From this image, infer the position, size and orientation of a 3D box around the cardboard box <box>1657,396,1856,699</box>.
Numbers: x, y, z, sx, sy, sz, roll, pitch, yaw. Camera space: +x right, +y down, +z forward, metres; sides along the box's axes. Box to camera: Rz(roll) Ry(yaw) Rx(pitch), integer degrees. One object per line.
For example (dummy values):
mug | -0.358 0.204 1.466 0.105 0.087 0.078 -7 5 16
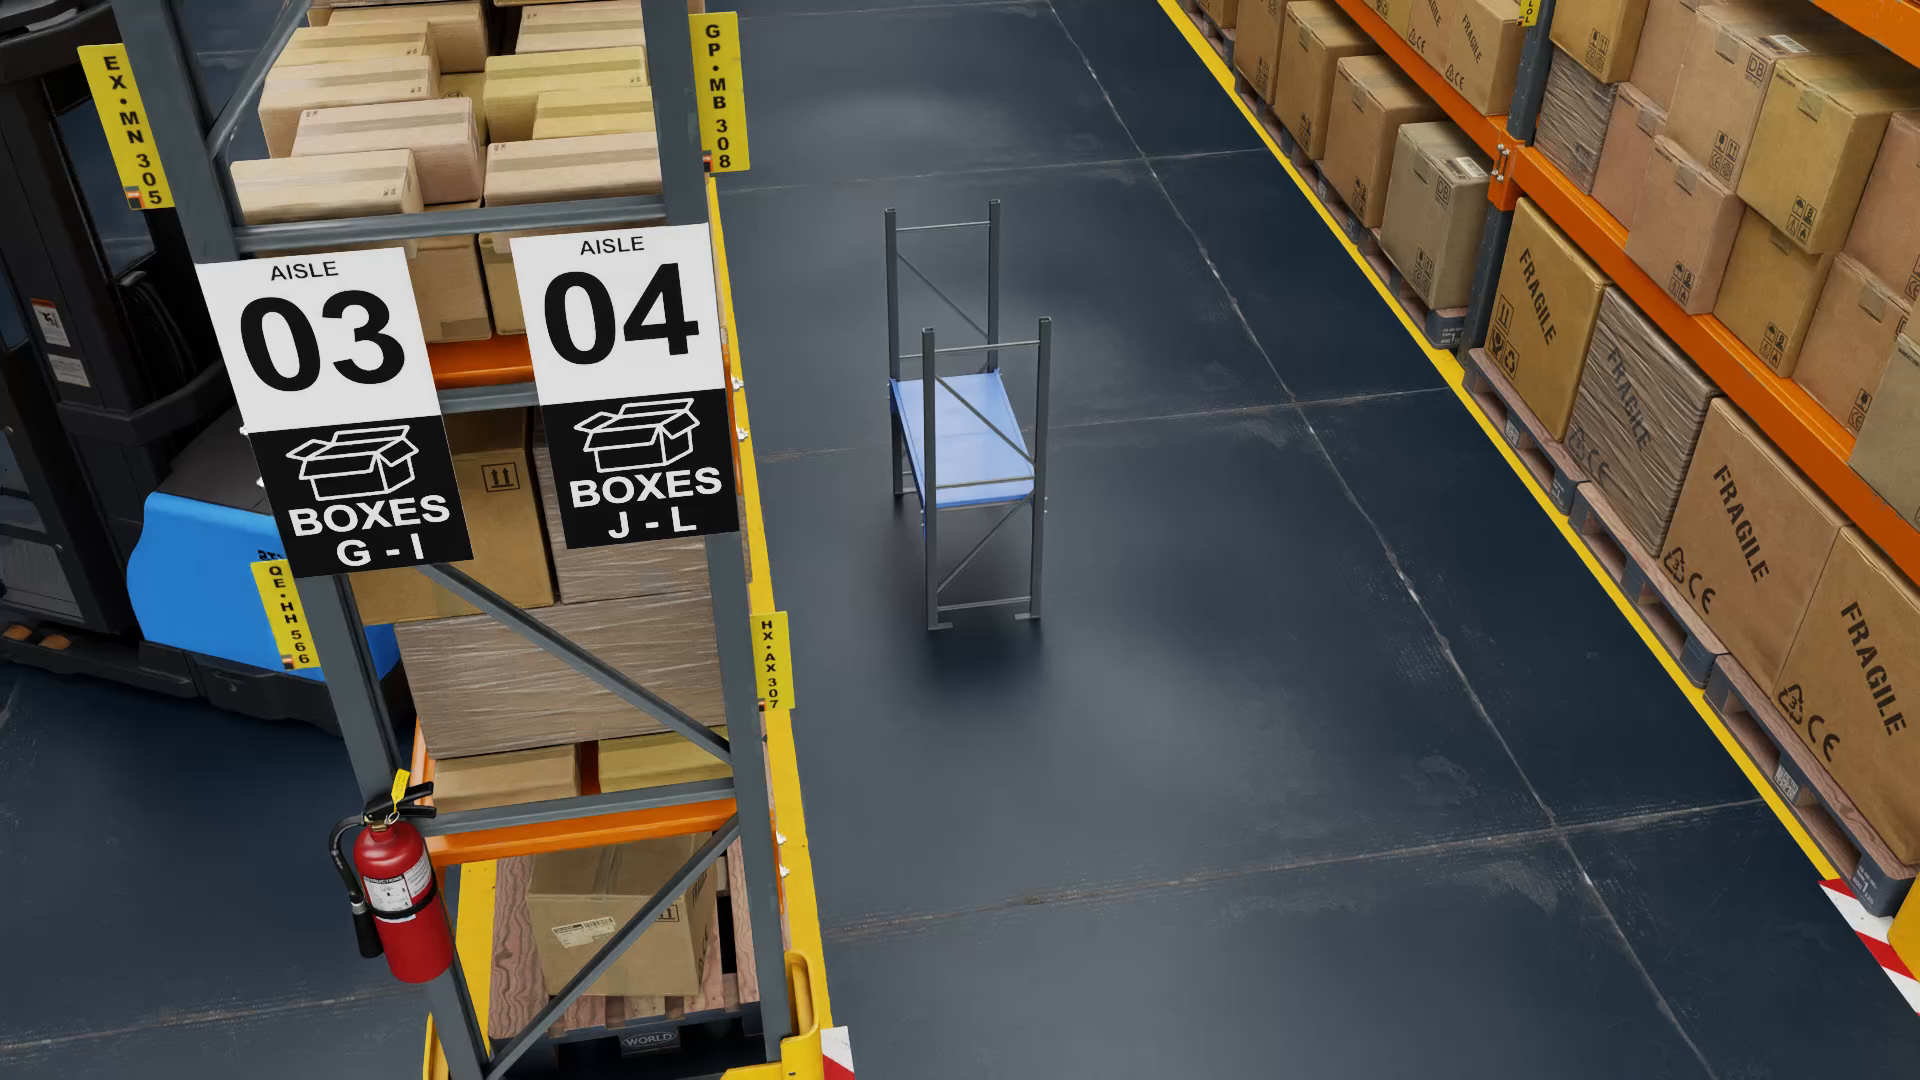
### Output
cardboard box | 3.550 -0.022 6.723 0.875 0.875 0.875 -7 38 -9

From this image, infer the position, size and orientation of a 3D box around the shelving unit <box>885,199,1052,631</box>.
shelving unit | 0.015 -0.541 7.224 0.538 1.500 1.048 -6 38 -8

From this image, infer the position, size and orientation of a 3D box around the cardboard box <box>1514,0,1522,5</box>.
cardboard box | 3.096 -2.911 8.156 0.700 0.500 0.500 -7 38 -9

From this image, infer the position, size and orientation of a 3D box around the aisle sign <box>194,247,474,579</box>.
aisle sign | -1.295 -0.246 3.503 0.394 0.787 0.004 -6 38 -8

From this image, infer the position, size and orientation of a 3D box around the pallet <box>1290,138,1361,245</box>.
pallet | 2.762 -2.273 10.504 1.003 0.211 1.213 -6 38 -8

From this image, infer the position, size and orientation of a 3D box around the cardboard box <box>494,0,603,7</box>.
cardboard box | -1.005 -1.754 4.386 0.500 0.500 0.500 -6 38 -8

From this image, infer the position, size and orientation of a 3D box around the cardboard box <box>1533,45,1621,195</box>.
cardboard box | 3.265 -2.015 7.777 0.875 0.550 0.550 -6 38 -8

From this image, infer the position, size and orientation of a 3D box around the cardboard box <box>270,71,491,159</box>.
cardboard box | -1.436 -0.980 4.243 0.500 0.250 0.500 -6 38 -8

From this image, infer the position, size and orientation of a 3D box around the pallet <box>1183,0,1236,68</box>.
pallet | 2.352 -3.965 12.681 1.003 0.211 1.213 -6 38 -8

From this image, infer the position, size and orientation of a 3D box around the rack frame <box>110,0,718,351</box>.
rack frame | -1.011 -1.658 2.550 1.000 3.000 0.127 -6 38 -8

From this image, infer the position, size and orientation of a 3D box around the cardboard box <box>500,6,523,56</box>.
cardboard box | -1.020 -1.344 4.712 0.500 0.250 0.500 -6 38 -8

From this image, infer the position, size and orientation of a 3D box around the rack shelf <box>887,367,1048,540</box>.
rack shelf | 0.015 -0.399 7.334 0.538 0.185 1.000 -6 38 -8

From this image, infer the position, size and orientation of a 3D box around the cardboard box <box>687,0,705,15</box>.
cardboard box | -1.714 -2.603 7.824 1.000 1.000 1.000 -6 38 -8

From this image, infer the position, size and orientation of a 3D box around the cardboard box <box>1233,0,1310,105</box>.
cardboard box | 2.506 -3.494 11.293 1.050 0.750 0.750 -7 38 -9

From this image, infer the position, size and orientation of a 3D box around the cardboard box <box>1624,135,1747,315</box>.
cardboard box | 3.363 -1.347 6.916 0.875 0.550 0.550 -6 38 -8

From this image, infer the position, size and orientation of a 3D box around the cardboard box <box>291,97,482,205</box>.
cardboard box | -1.297 -0.876 3.785 0.380 0.149 0.250 -7 38 -9

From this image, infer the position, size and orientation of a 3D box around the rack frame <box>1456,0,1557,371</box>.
rack frame | 3.189 -2.178 8.108 1.000 3.000 0.127 -6 38 -8

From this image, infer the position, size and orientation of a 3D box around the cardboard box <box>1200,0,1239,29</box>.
cardboard box | 2.115 -4.142 12.331 0.500 0.500 0.500 -6 38 -8

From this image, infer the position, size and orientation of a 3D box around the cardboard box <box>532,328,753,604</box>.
cardboard box | -0.839 -0.203 4.427 0.500 0.500 0.500 -6 38 -8

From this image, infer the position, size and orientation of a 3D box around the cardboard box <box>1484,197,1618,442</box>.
cardboard box | 3.230 -1.117 8.132 0.875 0.875 0.875 -6 38 -7

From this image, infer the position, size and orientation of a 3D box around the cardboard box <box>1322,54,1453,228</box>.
cardboard box | 2.826 -2.403 9.890 1.050 0.750 0.750 -6 38 -8

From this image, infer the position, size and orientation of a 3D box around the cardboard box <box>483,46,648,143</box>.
cardboard box | -0.947 -1.070 4.034 0.380 0.149 0.250 -7 38 -9

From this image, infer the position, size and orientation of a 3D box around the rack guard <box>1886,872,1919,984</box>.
rack guard | 3.894 1.240 5.747 1.175 0.500 0.348 -6 38 -8

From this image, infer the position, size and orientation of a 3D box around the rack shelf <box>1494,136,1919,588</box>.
rack shelf | 3.539 -0.686 6.774 1.077 0.370 4.000 -6 38 -8

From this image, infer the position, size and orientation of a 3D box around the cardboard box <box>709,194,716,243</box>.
cardboard box | -1.009 -0.807 5.205 0.500 0.500 0.500 -6 38 -8

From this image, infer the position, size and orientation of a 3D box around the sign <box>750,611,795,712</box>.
sign | -0.477 0.310 4.200 0.100 0.325 0.005 -6 38 -8

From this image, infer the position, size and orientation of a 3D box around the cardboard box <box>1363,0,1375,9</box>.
cardboard box | 2.565 -3.420 9.626 0.500 0.500 0.500 -7 38 -8

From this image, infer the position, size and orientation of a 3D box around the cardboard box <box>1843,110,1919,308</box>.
cardboard box | 3.711 -1.151 5.784 0.875 0.550 0.550 -6 38 -8

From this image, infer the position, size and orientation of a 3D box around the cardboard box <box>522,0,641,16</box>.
cardboard box | -0.963 -1.389 4.445 0.380 0.149 0.250 -6 38 -8

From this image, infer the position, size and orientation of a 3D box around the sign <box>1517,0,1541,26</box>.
sign | 2.656 -2.539 7.695 0.100 0.325 0.005 -6 38 -8

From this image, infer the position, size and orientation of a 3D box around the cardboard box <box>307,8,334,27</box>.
cardboard box | -1.588 -1.493 4.579 0.380 0.149 0.250 -8 39 -10

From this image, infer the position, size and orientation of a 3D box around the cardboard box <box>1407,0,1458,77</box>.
cardboard box | 2.746 -2.809 8.839 0.500 0.500 0.500 -7 38 -8

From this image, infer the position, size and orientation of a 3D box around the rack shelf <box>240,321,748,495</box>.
rack shelf | -1.361 -1.398 5.246 1.077 0.370 4.000 -6 38 -8

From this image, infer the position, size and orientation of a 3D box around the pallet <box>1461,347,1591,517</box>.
pallet | 3.245 -0.609 8.362 1.003 0.211 1.213 -6 38 -8

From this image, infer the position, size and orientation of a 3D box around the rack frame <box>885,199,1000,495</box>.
rack frame | -0.074 -0.848 7.619 0.500 1.500 0.032 -6 38 -8

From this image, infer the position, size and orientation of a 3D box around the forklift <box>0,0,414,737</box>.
forklift | -3.572 -0.891 6.508 3.031 2.935 1.130 11 39 14

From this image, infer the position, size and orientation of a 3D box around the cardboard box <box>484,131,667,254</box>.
cardboard box | -0.831 -0.763 3.640 0.380 0.149 0.250 -6 38 -8

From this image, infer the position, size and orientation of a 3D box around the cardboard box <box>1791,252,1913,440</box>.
cardboard box | 3.688 -0.722 6.112 0.875 0.550 0.550 -6 38 -8

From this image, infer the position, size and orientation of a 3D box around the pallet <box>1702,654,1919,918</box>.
pallet | 3.673 0.865 6.465 1.003 0.211 1.213 -6 38 -8

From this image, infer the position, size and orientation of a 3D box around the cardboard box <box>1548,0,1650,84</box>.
cardboard box | 3.220 -2.437 7.439 0.875 0.550 0.550 -6 38 -8

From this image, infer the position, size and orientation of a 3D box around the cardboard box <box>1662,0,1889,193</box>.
cardboard box | 3.390 -1.776 6.589 0.875 0.550 0.550 -6 38 -8

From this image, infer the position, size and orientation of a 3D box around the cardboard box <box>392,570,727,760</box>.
cardboard box | -1.080 0.219 4.700 0.875 0.500 0.500 -6 38 -8

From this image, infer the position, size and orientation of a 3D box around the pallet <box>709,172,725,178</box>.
pallet | -1.703 -2.107 8.173 1.003 0.211 1.213 -6 38 -8

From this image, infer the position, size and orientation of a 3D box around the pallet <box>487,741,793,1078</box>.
pallet | -1.132 1.272 5.941 1.003 0.211 1.213 -6 38 -8

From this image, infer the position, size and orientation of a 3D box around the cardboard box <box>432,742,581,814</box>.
cardboard box | -1.264 0.660 4.660 0.380 0.149 0.250 -6 38 -8

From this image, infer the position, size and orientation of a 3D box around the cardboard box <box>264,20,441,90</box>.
cardboard box | -1.520 -1.178 4.174 0.380 0.149 0.250 -6 38 -8
